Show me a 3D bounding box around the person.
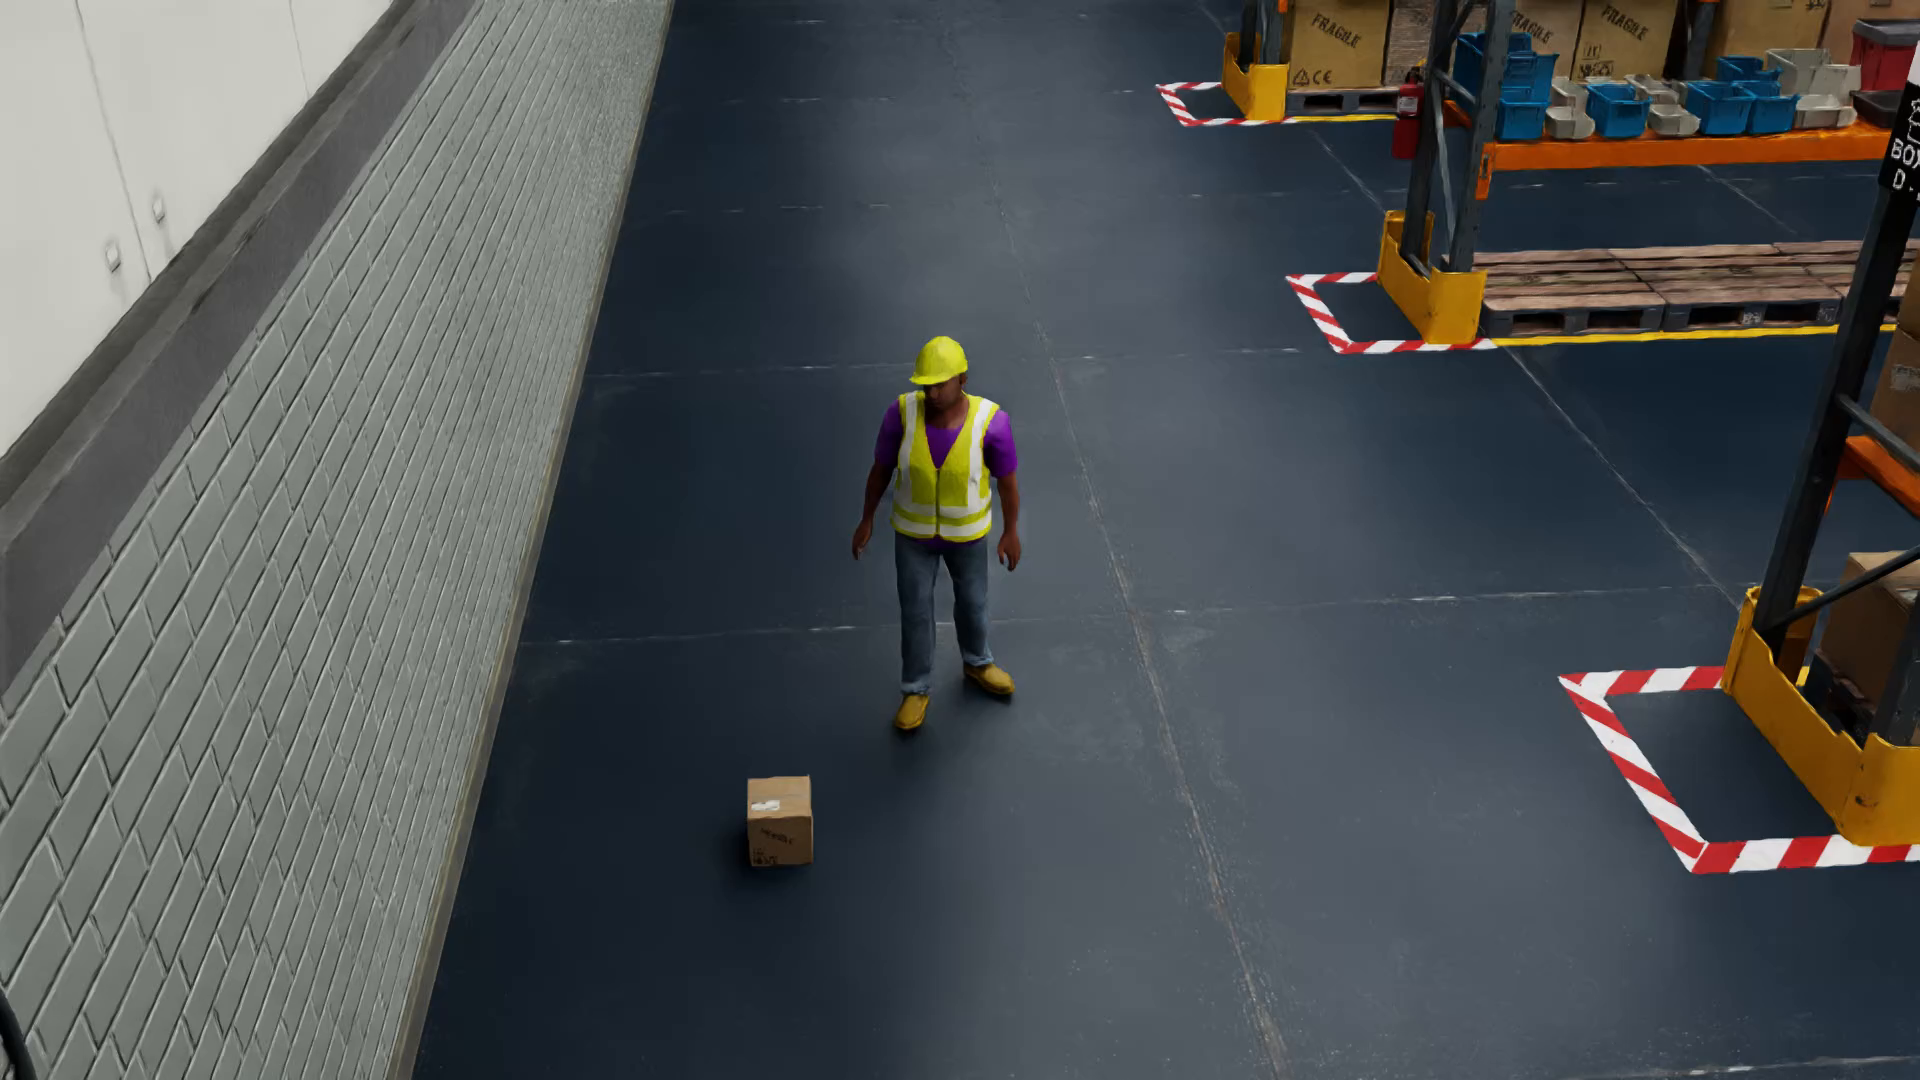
[{"bbox_3d":[-0.103,-0.028,7.094,0.729,1.768,0.574,2,31,3],"label":"person"}]
